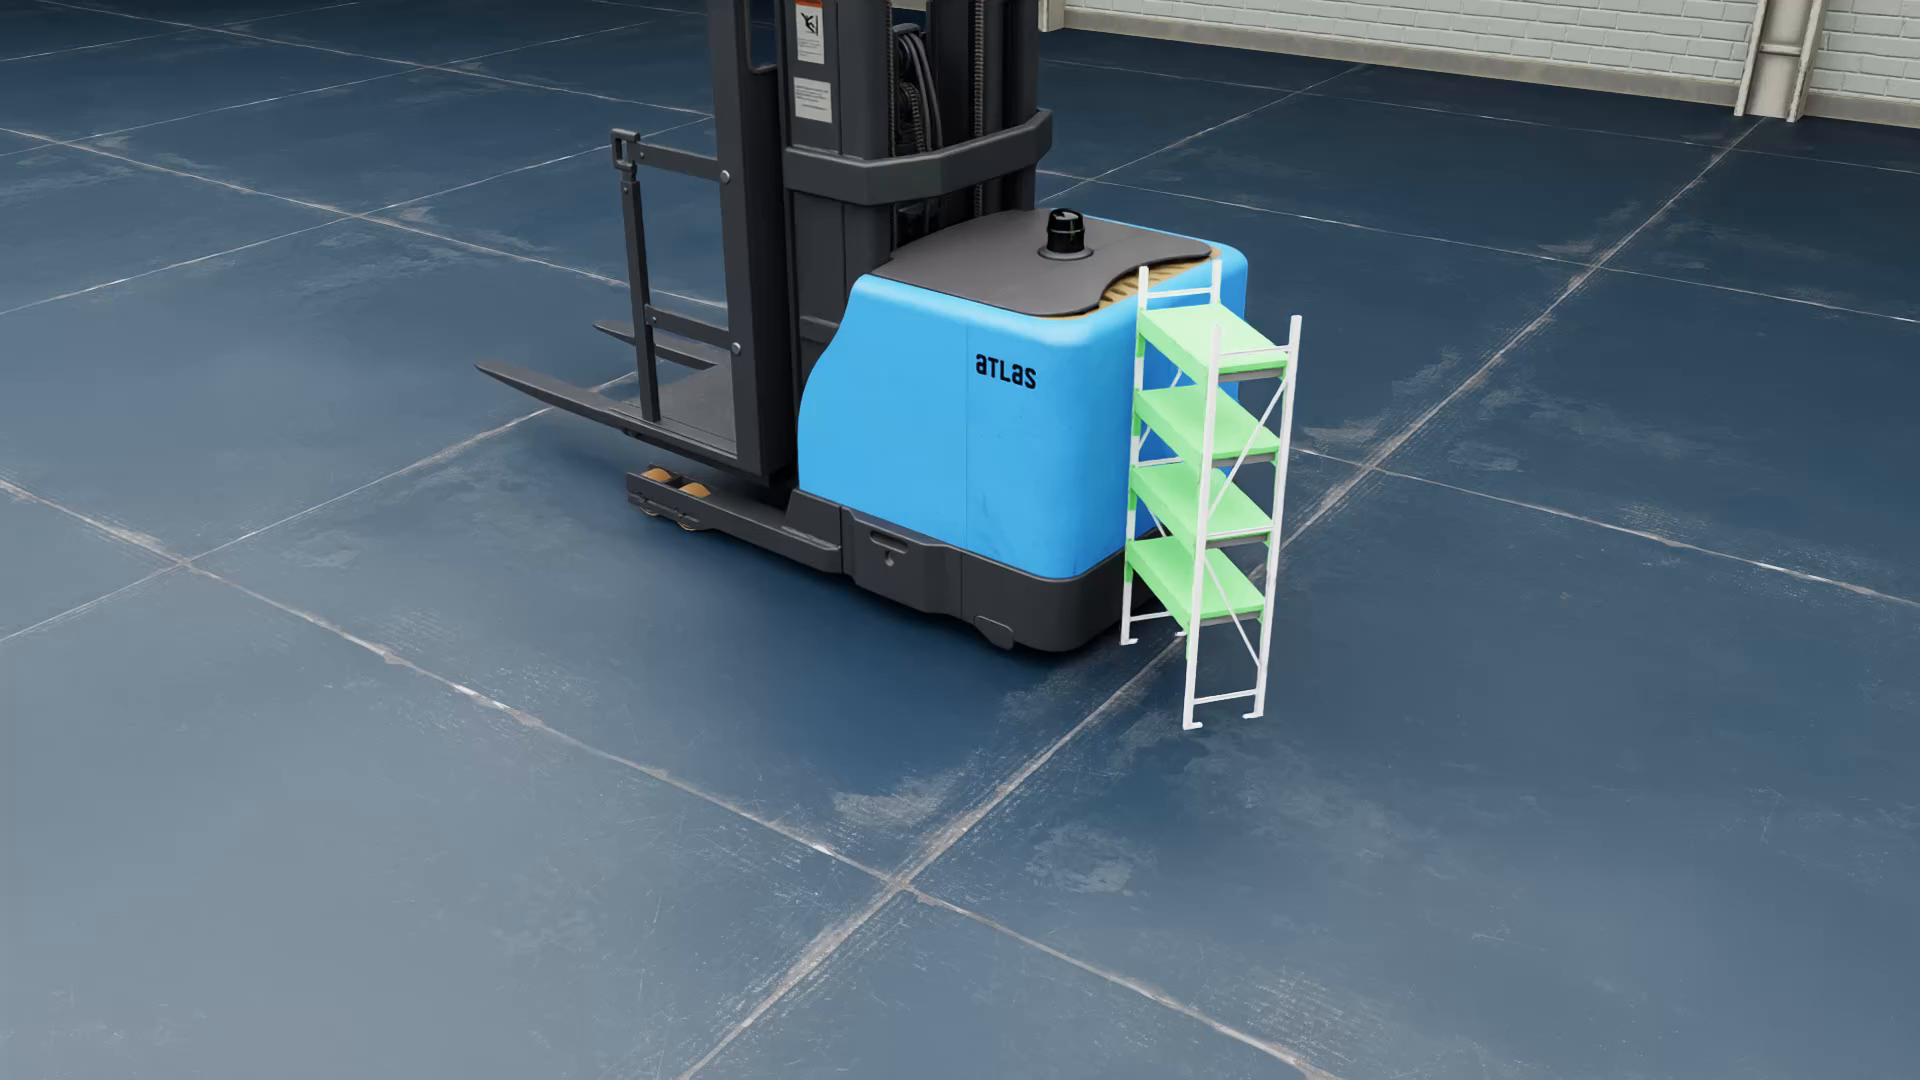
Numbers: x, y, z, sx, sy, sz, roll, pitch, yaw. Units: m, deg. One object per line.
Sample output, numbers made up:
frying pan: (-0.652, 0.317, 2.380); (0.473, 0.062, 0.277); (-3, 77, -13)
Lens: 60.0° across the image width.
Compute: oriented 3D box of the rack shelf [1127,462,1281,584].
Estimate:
rack shelf: (0.681, -0.067, 4.700); (0.258, 0.148, 0.480); (-7, 28, -14)

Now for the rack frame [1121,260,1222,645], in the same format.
rack frame: (0.613, -0.230, 4.880); (0.240, 1.200, 0.015); (-7, 28, -14)

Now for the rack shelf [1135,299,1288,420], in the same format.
rack shelf: (0.681, -0.495, 4.482); (0.258, 0.148, 0.480); (-7, 28, -14)

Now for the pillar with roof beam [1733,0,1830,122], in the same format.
pillar with roof beam: (3.187, -5.361, 6.363); (0.400, 9.000, 9.100); (17, 32, 30)

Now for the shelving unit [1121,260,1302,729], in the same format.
shelving unit: (0.681, -0.124, 4.671); (0.258, 1.200, 0.503); (-7, 28, -14)

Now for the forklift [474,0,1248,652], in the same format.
forklift: (-0.556, -1.504, 5.473); (3.031, 2.935, 1.130); (20, 33, 34)

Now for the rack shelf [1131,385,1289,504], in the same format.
rack shelf: (0.681, -0.281, 4.591); (0.258, 0.148, 0.480); (-7, 28, -14)

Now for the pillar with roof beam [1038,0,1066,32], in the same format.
pillar with roof beam: (-1.759, -6.902, 9.390); (0.400, 9.000, 9.100); (17, 32, 30)

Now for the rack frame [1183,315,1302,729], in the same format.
rack frame: (0.749, -0.018, 4.462); (0.240, 1.200, 0.015); (-7, 28, -14)

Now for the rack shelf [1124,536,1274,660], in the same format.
rack shelf: (0.681, 0.147, 4.809); (0.258, 0.148, 0.480); (-7, 28, -14)
